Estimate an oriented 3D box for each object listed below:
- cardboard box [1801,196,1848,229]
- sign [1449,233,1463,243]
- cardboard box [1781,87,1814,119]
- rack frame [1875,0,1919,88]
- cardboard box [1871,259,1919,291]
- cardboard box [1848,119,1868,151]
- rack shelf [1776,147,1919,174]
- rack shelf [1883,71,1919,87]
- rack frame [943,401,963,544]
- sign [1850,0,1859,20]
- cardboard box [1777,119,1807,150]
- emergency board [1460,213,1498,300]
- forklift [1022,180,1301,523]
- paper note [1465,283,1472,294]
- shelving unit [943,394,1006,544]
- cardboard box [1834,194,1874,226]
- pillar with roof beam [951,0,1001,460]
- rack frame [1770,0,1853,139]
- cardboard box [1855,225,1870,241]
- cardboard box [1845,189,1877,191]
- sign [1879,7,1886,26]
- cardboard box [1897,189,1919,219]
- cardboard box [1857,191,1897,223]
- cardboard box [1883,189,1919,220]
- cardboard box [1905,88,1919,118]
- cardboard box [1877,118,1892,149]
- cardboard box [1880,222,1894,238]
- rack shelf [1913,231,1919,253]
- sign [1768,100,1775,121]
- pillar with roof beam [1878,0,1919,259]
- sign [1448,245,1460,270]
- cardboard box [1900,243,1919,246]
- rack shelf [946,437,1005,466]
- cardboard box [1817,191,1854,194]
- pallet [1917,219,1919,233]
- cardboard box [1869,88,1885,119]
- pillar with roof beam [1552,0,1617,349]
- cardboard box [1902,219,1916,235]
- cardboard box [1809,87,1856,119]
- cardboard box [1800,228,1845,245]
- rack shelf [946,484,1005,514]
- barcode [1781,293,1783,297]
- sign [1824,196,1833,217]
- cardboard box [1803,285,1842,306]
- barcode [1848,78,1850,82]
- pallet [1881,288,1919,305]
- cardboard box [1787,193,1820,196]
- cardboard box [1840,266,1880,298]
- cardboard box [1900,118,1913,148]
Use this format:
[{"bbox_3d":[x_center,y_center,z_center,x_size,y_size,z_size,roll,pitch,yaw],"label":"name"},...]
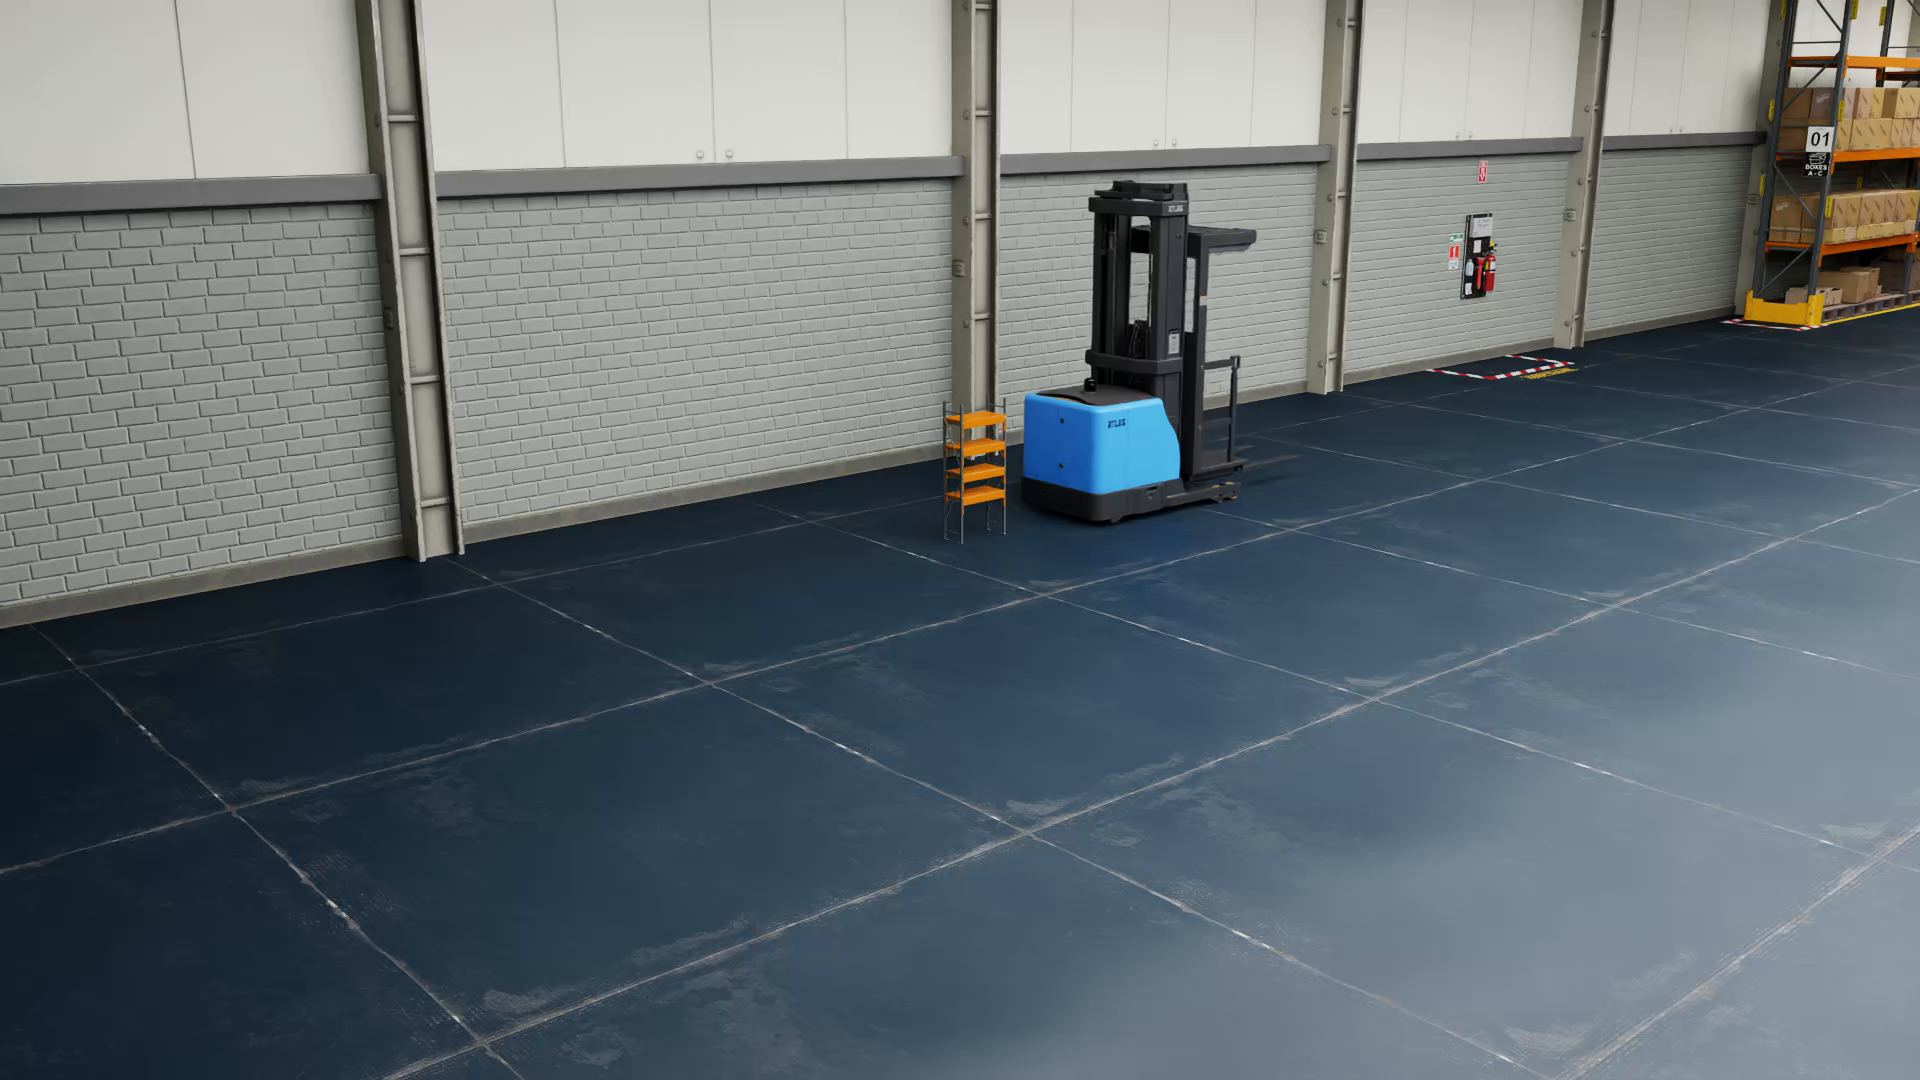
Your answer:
[{"bbox_3d":[14.338,-5.434,27.579,0.500,0.500,0.500,-13,19,-39],"label":"cardboard box"},{"bbox_3d":[6.849,-4.170,22.952,0.331,0.109,0.001,-13,19,-39],"label":"sign"},{"bbox_3d":[13.934,-7.226,27.507,0.500,0.500,0.500,-12,19,-37],"label":"cardboard box"},{"bbox_3d":[16.798,-8.688,29.337,0.127,3.000,1.000,-13,19,-39],"label":"rack frame"},{"bbox_3d":[17.342,-4.922,30.856,0.500,0.500,0.700,-12,19,-38],"label":"cardboard box"},{"bbox_3d":[14.625,-6.711,27.517,0.500,0.500,0.500,-11,19,-36],"label":"cardboard box"},{"bbox_3d":[15.289,-6.552,28.549,4.000,0.370,1.077,-13,19,-39],"label":"rack shelf"},{"bbox_3d":[18.306,-8.486,30.750,4.000,0.370,1.077,-13,19,-39],"label":"rack shelf"},{"bbox_3d":[-0.059,-0.566,14.045,0.015,1.200,0.240,-13,20,-39],"label":"rack frame"},{"bbox_3d":[14.136,-8.394,26.274,0.005,0.325,0.100,-13,19,-39],"label":"sign"},{"bbox_3d":[13.929,-6.739,27.621,0.500,0.500,0.500,-11,18,-35],"label":"cardboard box"},{"bbox_3d":[7.325,-3.971,23.305,0.643,1.169,0.194,-13,19,-39],"label":"emergency board"},{"bbox_3d":[2.021,-1.857,15.523,3.031,2.935,1.130,-12,19,-38],"label":"forklift"},{"bbox_3d":[7.146,-3.529,23.356,0.142,0.148,0.016,-13,19,-39],"label":"paper note"},{"bbox_3d":[0.125,-0.608,14.200,0.503,1.200,0.258,-13,20,-39],"label":"shelving unit"},{"bbox_3d":[15.111,-5.602,28.208,0.500,0.500,0.500,-13,20,-41],"label":"cardboard box"},{"bbox_3d":[2.987,-4.410,13.322,0.400,9.000,9.100,-13,19,-39],"label":"pillar with roof beam"},{"bbox_3d":[13.780,-8.010,26.801,0.127,3.000,1.000,-13,19,-39],"label":"rack frame"},{"bbox_3d":[15.127,-5.246,28.328,0.500,0.250,0.500,-13,20,-40],"label":"cardboard box"},{"bbox_3d":[15.913,-5.963,29.560,0.500,0.500,0.500,-13,20,-40],"label":"cardboard box"},{"bbox_3d":[16.429,-9.323,29.597,0.005,0.325,0.100,-13,19,-39],"label":"sign"},{"bbox_3d":[17.204,-6.130,30.340,0.500,0.500,0.700,-13,19,-39],"label":"cardboard box"},{"bbox_3d":[15.884,-5.780,28.874,0.500,0.500,0.500,-13,20,-41],"label":"cardboard box"},{"bbox_3d":[16.644,-5.949,29.506,0.500,0.500,0.500,-13,20,-39],"label":"cardboard box"},{"bbox_3d":[16.189,-7.547,28.707,0.500,0.500,0.500,-11,19,-36],"label":"cardboard box"},{"bbox_3d":[15.404,-6.895,28.204,0.500,0.500,0.500,-11,19,-36],"label":"cardboard box"},{"bbox_3d":[15.889,-5.416,28.967,0.500,0.250,0.500,-13,20,-40],"label":"cardboard box"},{"bbox_3d":[18.306,-5.781,31.473,4.000,0.370,1.077,-13,19,-39],"label":"rack shelf"},{"bbox_3d":[13.431,-7.100,27.491,0.005,0.325,0.100,-13,19,-39],"label":"sign"},{"bbox_3d":[21.093,-8.475,28.543,0.400,9.000,9.100,-13,19,-39],"label":"pillar with roof beam"},{"bbox_3d":[6.840,-3.915,23.024,0.234,0.329,0.001,-13,19,-39],"label":"sign"},{"bbox_3d":[18.062,-5.449,31.374,0.500,0.250,0.500,-13,20,-41],"label":"cardboard box"},{"bbox_3d":[0.125,-0.759,14.160,0.480,0.148,0.258,-13,20,-39],"label":"rack shelf"},{"bbox_3d":[15.149,-5.790,28.911,0.500,0.500,0.500,-12,19,-39],"label":"cardboard box"},{"bbox_3d":[17.470,-5.798,30.515,1.213,0.211,1.003,-13,19,-39],"label":"pallet"},{"bbox_3d":[15.021,-7.284,27.725,0.500,0.500,0.500,-12,19,-38],"label":"cardboard box"},{"bbox_3d":[12.040,-6.443,20.932,0.400,9.000,9.100,-13,19,-39],"label":"pillar with roof beam"},{"bbox_3d":[16.639,-5.587,29.607,0.500,0.250,0.500,-13,19,-39],"label":"cardboard box"},{"bbox_3d":[14.230,-7.120,27.111,0.500,0.500,0.500,14,21,43],"label":"cardboard box"},{"bbox_3d":[14.357,-5.070,27.670,0.500,0.250,0.500,-13,20,-41],"label":"cardboard box"},{"bbox_3d":[0.125,-0.351,14.269,0.480,0.148,0.258,-13,20,-39],"label":"rack shelf"},{"bbox_3d":[14.112,-4.210,28.540,0.075,0.075,0.001,-13,19,-39],"label":"barcode"},{"bbox_3d":[14.136,-5.424,27.068,0.005,0.325,0.100,-13,19,-39],"label":"sign"},{"bbox_3d":[14.791,-4.222,28.600,0.500,0.311,0.500,-11,18,-35],"label":"cardboard box"},{"bbox_3d":[15.467,-8.005,28.911,0.075,0.075,0.001,-13,19,-39],"label":"barcode"},{"bbox_3d":[17.384,-4.574,30.966,1.213,0.211,1.003,-13,19,-39],"label":"pallet"},{"bbox_3d":[14.382,-5.616,28.261,0.500,0.500,0.500,-12,19,-39],"label":"cardboard box"},{"bbox_3d":[16.041,-4.611,29.690,0.500,0.500,0.500,14,21,43],"label":"cardboard box"},{"bbox_3d":[16.189,-7.080,28.897,0.500,0.500,0.500,14,20,42],"label":"cardboard box"}]
